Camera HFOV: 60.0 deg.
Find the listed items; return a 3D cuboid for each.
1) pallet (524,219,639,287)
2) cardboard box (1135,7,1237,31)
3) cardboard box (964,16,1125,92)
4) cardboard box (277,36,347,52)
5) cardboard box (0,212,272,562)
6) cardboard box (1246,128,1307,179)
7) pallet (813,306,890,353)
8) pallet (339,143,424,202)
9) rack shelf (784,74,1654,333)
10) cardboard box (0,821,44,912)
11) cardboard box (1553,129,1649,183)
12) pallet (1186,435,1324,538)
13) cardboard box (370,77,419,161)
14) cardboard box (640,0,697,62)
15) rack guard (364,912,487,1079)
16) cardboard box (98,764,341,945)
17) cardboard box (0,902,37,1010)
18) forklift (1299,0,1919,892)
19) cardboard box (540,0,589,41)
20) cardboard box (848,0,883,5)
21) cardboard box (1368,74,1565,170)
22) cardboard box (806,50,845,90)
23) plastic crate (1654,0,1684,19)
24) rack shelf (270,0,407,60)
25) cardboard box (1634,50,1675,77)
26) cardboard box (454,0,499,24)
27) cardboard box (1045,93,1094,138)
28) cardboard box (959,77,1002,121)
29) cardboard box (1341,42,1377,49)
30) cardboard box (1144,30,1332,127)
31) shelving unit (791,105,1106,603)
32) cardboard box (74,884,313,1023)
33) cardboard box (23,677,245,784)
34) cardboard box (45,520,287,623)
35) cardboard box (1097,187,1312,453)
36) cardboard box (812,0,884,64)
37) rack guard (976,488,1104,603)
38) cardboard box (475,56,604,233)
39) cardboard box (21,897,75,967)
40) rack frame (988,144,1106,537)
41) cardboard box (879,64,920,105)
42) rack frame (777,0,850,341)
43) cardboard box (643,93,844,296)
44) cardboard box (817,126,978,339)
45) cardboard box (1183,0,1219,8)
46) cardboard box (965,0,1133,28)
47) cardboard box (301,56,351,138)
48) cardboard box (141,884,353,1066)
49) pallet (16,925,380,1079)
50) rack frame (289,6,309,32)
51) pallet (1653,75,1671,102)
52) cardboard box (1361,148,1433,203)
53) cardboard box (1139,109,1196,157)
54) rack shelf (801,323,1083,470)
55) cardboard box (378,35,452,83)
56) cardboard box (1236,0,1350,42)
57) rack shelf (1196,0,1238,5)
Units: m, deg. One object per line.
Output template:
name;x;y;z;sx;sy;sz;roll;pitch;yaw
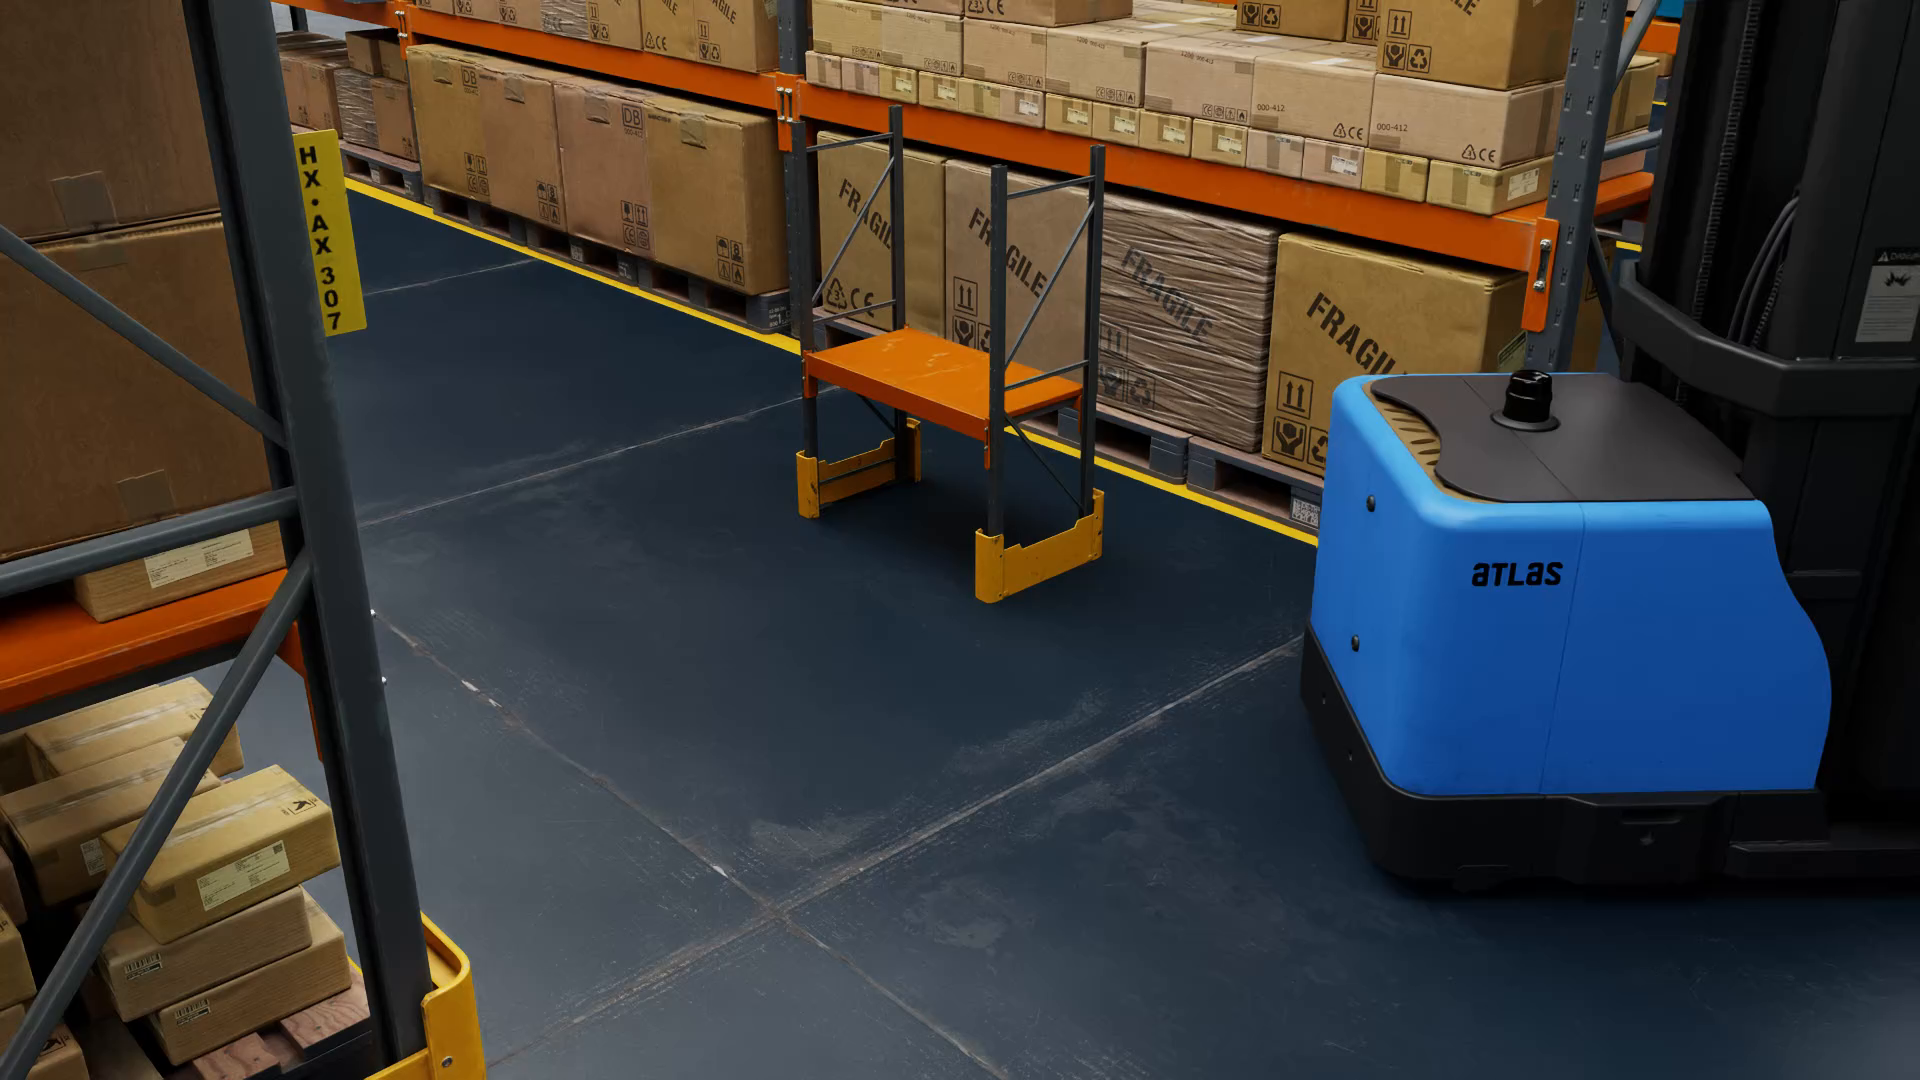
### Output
pallet;-1.881;-1.840;10.028;1.003;0.211;1.213;-21;32;-38
cardboard box;1.081;-2.069;6.993;0.500;0.250;0.500;-22;32;-39
cardboard box;0.364;-2.069;6.994;0.500;0.250;0.500;-20;31;-37
cardboard box;-5.212;-3.671;13.164;0.700;0.500;0.500;-21;32;-39
cardboard box;-1.521;-0.333;2.887;0.500;0.500;0.500;-19;31;-36
cardboard box;1.270;-1.445;6.107;0.380;0.149;0.250;-21;32;-38
pallet;0.002;-1.005;8.199;1.003;0.211;1.213;-21;32;-38
pallet;-3.727;-2.707;11.929;1.003;0.211;1.213;-21;32;-38
rack shelf;0.907;-1.593;6.995;1.077;0.370;4.000;-21;32;-38
cardboard box;-1.965;0.653;3.775;0.380;0.149;0.250;-21;32;-38
cardboard box;2.272;-1.401;6.010;0.380;0.149;0.250;-21;32;-38
pallet;1.670;-0.266;6.578;1.003;0.211;1.213;-21;32;-38
cardboard box;-3.667;-2.998;11.690;0.500;0.500;0.700;22;32;39
cardboard box;-1.312;-2.788;8.626;0.500;0.500;0.500;-20;31;-37
rack guard;-1.468;1.176;3.069;1.175;0.500;0.348;-21;32;-38
cardboard box;-1.526;0.642;3.440;0.250;0.149;0.380;22;32;39
cardboard box;-1.963;0.809;3.075;0.380;0.149;0.250;-21;32;-38
forklift;2.561;-0.648;4.140;3.031;2.935;1.130;-1;25;-2
cardboard box;-2.014;-3.097;9.305;0.500;0.500;0.500;-21;32;-38
cardboard box;-0.320;-2.717;7.510;0.500;0.500;0.500;-21;32;-38
cardboard box;1.749;-1.453;5.643;0.500;0.250;0.500;-22;32;-39
cardboard box;-0.501;-2.228;7.822;0.380;0.149;0.250;-21;32;-38
plastic crate;4.298;-3.220;9.824;0.416;0.233;0.300;-21;32;-38
rack shelf;-4.561;-4.017;12.308;1.077;0.370;4.000;-21;32;-38
cardboard box;6.227;-4.466;14.908;0.500;0.500;0.500;-21;32;-39
cardboard box;-2.706;-3.404;9.976;0.500;0.500;0.500;-22;33;-40
cardboard box;0.566;-1.756;6.788;0.380;0.149;0.250;-22;33;-40
cardboard box;0.215;-1.912;7.130;0.380;0.149;0.250;-22;32;-39
cardboard box;1.783;-1.759;6.314;0.500;0.250;0.500;-22;32;-39
cardboard box;1.054;-1.761;6.318;0.500;0.250;0.500;22;33;40
shelving unit;-0.052;-0.705;5.989;0.587;1.500;1.083;-21;32;-38
cardboard box;-1.587;0.801;3.450;0.380;0.149;0.250;-20;31;-36
cardboard box;-1.881;0.480;3.795;0.380;0.149;0.250;-21;32;-39
cardboard box;-1.398;-0.015;2.971;0.380;0.149;0.250;-22;32;-39
cardboard box;1.156;-0.986;6.851;0.875;0.875;0.875;-21;32;-38
cardboard box;-0.330;-2.377;7.668;0.500;0.250;0.500;-22;32;-39
rack guard;0.288;0.014;5.918;0.587;0.250;0.087;-21;32;-38
cardboard box;-2.134;-2.475;10.116;1.225;0.875;0.875;-21;32;-38
cardboard box;-1.954;0.789;3.835;0.380;0.149;0.250;-21;32;-38
rack frame;0.289;-0.554;5.658;0.500;1.500;0.032;-21;32;-38
cardboard box;-0.141;-2.069;7.473;0.380;0.149;0.250;-20;31;-37
rack frame;-0.460;-2.526;8.174;1.000;3.000;0.127;-21;32;-38
cardboard box;-0.912;-1.939;8.940;1.225;0.875;0.875;-21;32;-38
cardboard box;-0.068;-1.528;8.039;0.875;0.875;0.875;-21;32;-38
cardboard box;2.805;-5.886;18.345;0.500;0.250;0.500;-20;31;-37
cardboard box;0.370;-2.409;6.836;0.500;0.500;0.500;-22;33;-40
cardboard box;-4.448;-3.333;12.423;0.700;0.500;0.500;-18;30;-34
cardboard box;-1.540;0.919;3.551;0.380;0.149;0.250;-20;32;-37
pallet;-1.997;1.052;3.691;1.003;0.211;1.213;-21;32;-38
rack frame;-5.928;-4.950;13.486;1.000;3.000;0.127;-21;32;-38
pallet;6.190;-4.302;15.427;1.003;0.211;1.213;-21;32;-38
cardboard box;1.611;-1.293;5.773;0.380;0.149;0.250;-21;32;-38
cardboard box;0.913;-1.602;6.450;0.380;0.149;0.250;-21;32;-38
rack shelf;-0.058;-0.545;6.070;0.538;0.185;1.000;-21;32;-38
cardboard box;-3.674;-3.337;11.528;0.500;0.250;0.500;-20;31;-36
cardboard box;1.442;-2.251;6.490;0.500;0.500;0.500;-22;33;-40
rack shelf;1.788;-4.210;12.731;1.077;0.370;4.000;-21;32;-38
